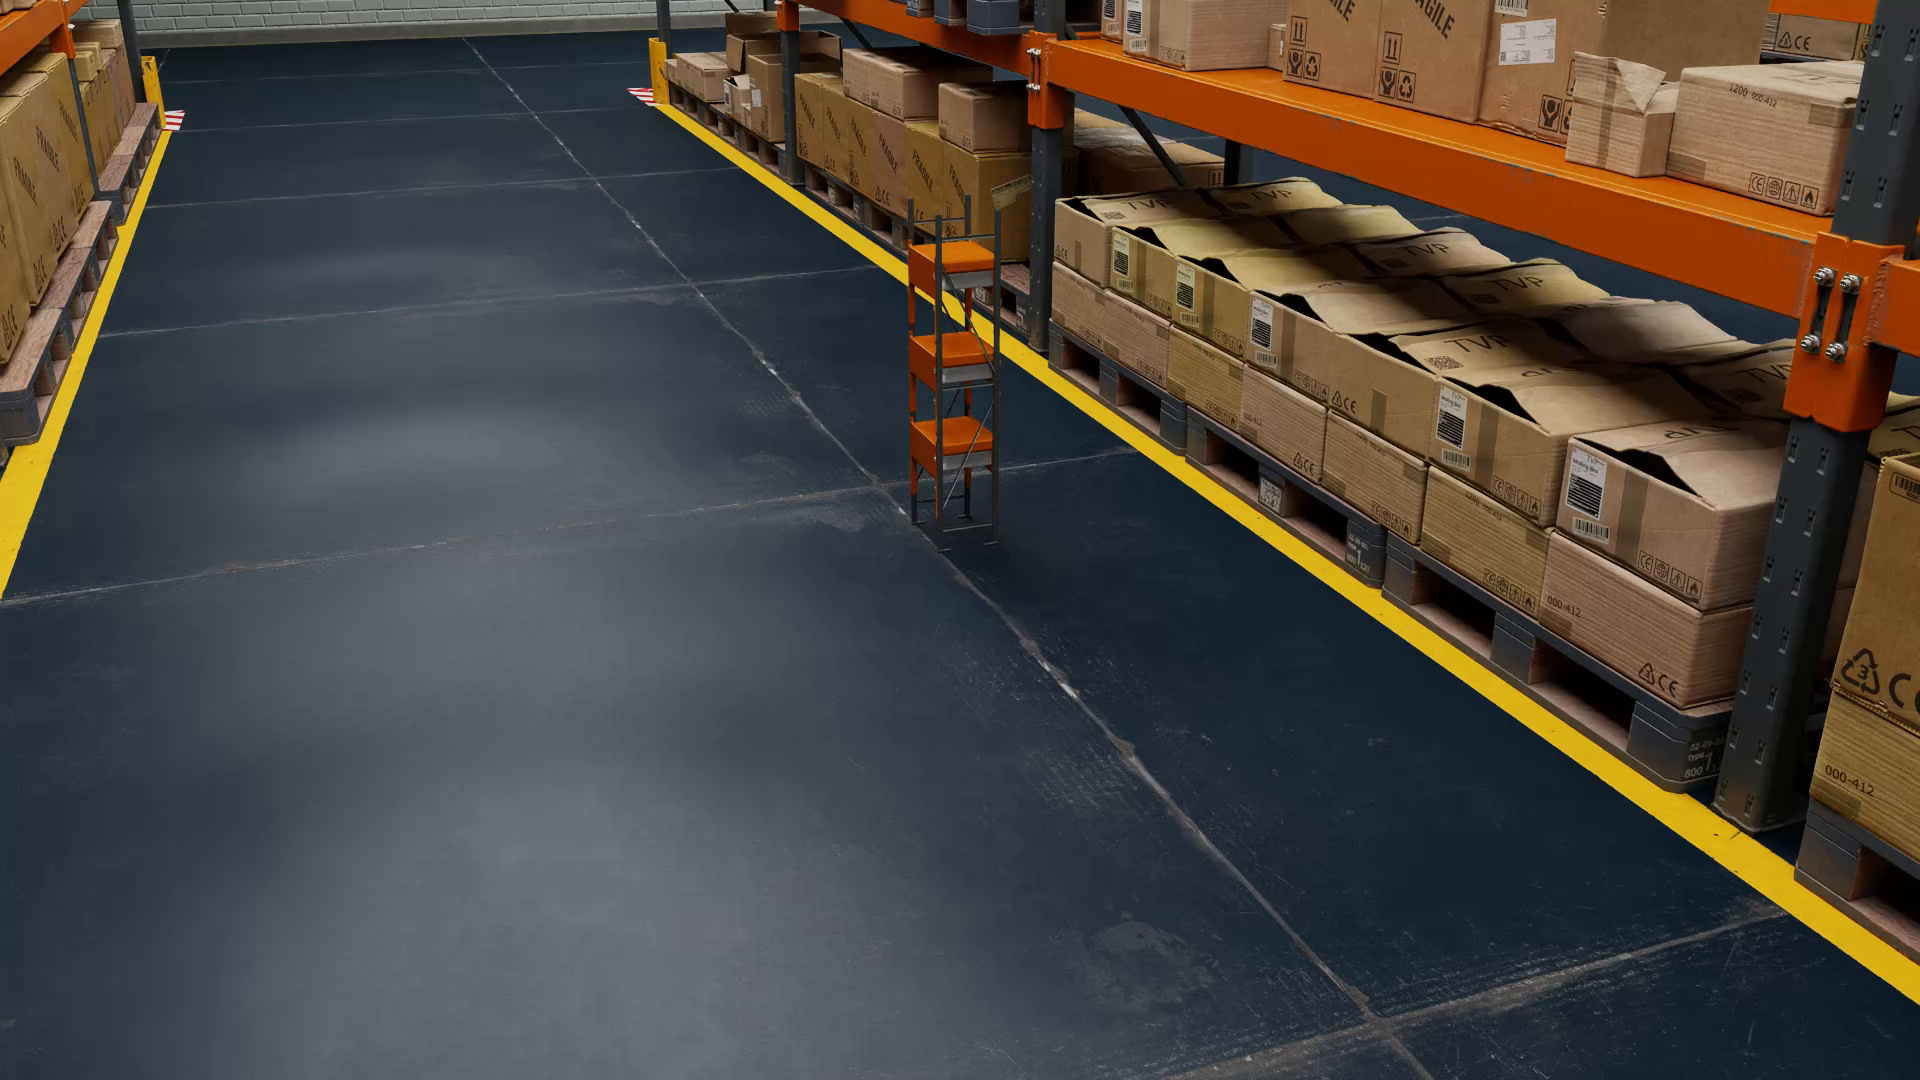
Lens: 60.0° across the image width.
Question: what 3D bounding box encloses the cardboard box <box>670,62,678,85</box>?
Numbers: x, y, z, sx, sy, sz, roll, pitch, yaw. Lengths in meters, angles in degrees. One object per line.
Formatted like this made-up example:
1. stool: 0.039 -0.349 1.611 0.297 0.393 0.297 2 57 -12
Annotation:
1. cardboard box: -2.125 -3.781 13.439 0.380 0.166 0.250 -8 24 -19

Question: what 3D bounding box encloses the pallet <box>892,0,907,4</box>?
1. pallet: 0.095 -2.884 8.479 1.003 0.211 1.213 -8 24 -19

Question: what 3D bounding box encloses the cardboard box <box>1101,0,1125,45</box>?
1. cardboard box: 0.874 -2.088 6.456 0.500 0.311 0.500 -7 24 -16

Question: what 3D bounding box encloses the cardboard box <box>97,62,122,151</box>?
1. cardboard box: -5.781 -2.736 10.558 0.700 0.500 0.500 -8 24 -18

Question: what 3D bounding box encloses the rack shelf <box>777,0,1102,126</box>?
1. rack shelf: 0.080 -2.662 8.630 1.077 0.370 4.000 -8 24 -19

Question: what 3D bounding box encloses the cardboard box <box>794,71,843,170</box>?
1. cardboard box: -0.684 -2.562 10.118 0.500 0.500 0.500 -9 25 -21

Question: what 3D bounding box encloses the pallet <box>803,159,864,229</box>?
1. pallet: -0.304 -2.145 10.067 1.003 0.211 1.213 -8 24 -19

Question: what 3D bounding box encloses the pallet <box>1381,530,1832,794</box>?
1. pallet: 1.903 0.209 4.482 1.003 0.211 1.213 -8 24 -19

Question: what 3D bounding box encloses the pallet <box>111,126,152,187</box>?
1. pallet: -5.890 -2.485 10.875 1.003 0.211 1.213 -8 24 -19

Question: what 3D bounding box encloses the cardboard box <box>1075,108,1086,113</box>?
1. cardboard box: 0.341 -2.084 8.984 0.500 0.500 0.500 -9 25 -21

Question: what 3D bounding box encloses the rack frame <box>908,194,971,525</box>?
1. rack frame: -0.062 -0.548 5.197 0.200 1.050 0.008 -8 24 -19

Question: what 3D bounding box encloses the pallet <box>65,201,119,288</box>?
1. pallet: -4.916 -1.484 8.500 1.003 0.211 1.213 -8 24 -19

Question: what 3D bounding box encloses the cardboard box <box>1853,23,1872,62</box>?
1. cardboard box: 8.484 -4.543 14.362 0.875 0.875 0.875 -8 24 -19

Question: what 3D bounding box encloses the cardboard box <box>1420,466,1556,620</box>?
1. cardboard box: 1.605 -0.035 4.470 0.500 0.250 0.500 -9 24 -20

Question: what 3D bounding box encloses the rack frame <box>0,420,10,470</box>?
1. rack frame: -3.846 -1.586 5.151 1.000 3.000 0.127 -8 24 -19

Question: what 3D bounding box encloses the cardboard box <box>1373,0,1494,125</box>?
1. cardboard box: 1.581 -1.514 4.852 0.500 0.500 0.500 -8 24 -19

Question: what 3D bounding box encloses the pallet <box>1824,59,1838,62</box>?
1. pallet: 8.447 -4.080 14.659 1.003 0.211 1.213 -8 24 -19

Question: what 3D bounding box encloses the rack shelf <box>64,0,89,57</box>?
1. rack shelf: -5.966 -3.434 10.463 1.077 0.370 4.000 -8 24 -19

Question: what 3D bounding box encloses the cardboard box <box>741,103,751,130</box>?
1. cardboard box: -1.282 -2.905 11.385 0.380 0.149 0.250 -8 24 -19

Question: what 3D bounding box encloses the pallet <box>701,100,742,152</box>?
1. pallet: -1.303 -3.129 12.402 1.003 0.211 1.213 -8 24 -19

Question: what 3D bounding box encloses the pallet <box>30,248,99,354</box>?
1. pallet: -4.482 -1.040 7.446 1.003 0.211 1.213 -8 24 -19

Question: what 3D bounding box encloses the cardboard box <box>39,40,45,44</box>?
1. cardboard box: -6.113 -3.150 10.704 0.380 0.149 0.250 -8 24 -18

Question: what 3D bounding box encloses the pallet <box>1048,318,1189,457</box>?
1. pallet: 1.041 -0.677 6.586 1.003 0.211 1.213 -8 24 -19

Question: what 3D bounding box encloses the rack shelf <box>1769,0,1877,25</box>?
1. rack shelf: 4.715 -3.340 10.239 1.077 0.370 4.000 -8 24 -19

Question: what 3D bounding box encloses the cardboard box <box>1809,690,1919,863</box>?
1. cardboard box: 2.080 0.470 3.272 0.500 0.250 0.500 -8 24 -19

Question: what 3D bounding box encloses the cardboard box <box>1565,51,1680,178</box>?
1. cardboard box: 1.717 -1.046 4.042 0.396 0.266 0.258 -9 24 -20

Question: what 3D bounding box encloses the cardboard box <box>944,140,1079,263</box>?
1. cardboard box: 0.237 -1.625 7.896 0.500 0.500 0.500 -7 24 -17

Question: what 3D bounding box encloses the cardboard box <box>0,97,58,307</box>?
1. cardboard box: -4.287 -1.393 6.920 0.750 0.750 0.750 -8 24 -19

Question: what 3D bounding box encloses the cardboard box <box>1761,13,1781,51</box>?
1. cardboard box: 7.852 -5.194 15.905 0.875 0.875 0.875 -8 24 -19

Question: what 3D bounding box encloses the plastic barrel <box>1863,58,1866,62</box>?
1. plastic barrel: 5.233 -2.314 9.132 0.600 0.830 0.708 -8 24 -19

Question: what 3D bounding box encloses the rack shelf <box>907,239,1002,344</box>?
1. rack shelf: -0.019 -0.755 4.986 0.215 0.259 0.240 -8 24 -19

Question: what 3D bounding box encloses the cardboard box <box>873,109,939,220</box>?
1. cardboard box: -0.137 -2.003 8.793 0.500 0.500 0.500 -9 25 -21

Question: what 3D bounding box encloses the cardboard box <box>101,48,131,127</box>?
1. cardboard box: -6.155 -3.112 11.449 0.700 0.500 0.500 -8 24 -19

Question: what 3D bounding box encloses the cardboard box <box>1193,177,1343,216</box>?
1. cardboard box: 1.202 -1.295 6.739 0.500 0.311 0.500 -8 24 -18

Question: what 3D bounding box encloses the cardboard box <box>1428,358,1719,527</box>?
1. cardboard box: 1.599 -0.294 4.364 0.500 0.311 0.500 -8 24 -18

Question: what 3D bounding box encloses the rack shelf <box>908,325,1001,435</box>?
1. rack shelf: -0.019 -0.493 5.096 0.215 0.259 0.240 -8 24 -19

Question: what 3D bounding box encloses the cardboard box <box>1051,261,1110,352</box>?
1. cardboard box: 0.697 -0.963 6.672 0.500 0.250 0.500 -8 24 -19

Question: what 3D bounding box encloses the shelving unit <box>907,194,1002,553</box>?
1. shelving unit: -0.019 -0.503 5.092 0.215 1.050 0.252 -8 24 -19

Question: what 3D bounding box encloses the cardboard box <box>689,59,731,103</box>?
1. cardboard box: -1.760 -3.510 12.688 0.500 0.250 0.500 -8 24 -19

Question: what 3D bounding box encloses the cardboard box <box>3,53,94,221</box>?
1. cardboard box: -4.908 -2.024 8.417 0.750 0.750 0.750 -8 24 -18

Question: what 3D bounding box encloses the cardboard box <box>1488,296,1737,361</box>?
1. cardboard box: 1.931 -0.553 4.978 0.500 0.311 0.500 -9 25 -21

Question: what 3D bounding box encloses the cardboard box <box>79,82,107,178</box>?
1. cardboard box: -5.428 -2.367 9.681 0.700 0.500 0.500 -8 24 -18

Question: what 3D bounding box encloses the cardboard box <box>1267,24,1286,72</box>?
1. cardboard box: 1.290 -1.695 5.734 0.380 0.149 0.250 -7 24 -15

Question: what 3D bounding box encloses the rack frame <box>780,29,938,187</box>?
1. rack frame: -0.627 -3.720 10.215 1.000 3.000 0.127 -8 24 -19

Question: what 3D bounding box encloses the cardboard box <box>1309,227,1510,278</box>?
1. cardboard box: 1.567 -0.924 5.857 0.500 0.311 0.500 -9 24 -19

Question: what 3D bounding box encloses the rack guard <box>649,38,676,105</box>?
1. rack guard: -2.013 -3.994 14.083 1.175 0.500 0.348 -8 24 -19

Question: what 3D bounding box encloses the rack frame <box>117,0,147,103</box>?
1. rack frame: -6.673 -4.493 12.047 1.000 3.000 0.127 -8 24 -19

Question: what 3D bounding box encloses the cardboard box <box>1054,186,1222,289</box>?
1. cardboard box: 0.697 -1.221 6.563 0.500 0.311 0.500 -7 24 -17

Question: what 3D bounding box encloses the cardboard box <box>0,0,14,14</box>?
1. cardboard box: -4.542 -2.474 7.556 0.380 0.149 0.250 -8 24 -19

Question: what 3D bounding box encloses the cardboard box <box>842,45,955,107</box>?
1. cardboard box: -0.330 -2.544 9.111 0.500 0.250 0.500 -8 24 -19

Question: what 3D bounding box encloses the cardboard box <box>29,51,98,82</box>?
1. cardboard box: -5.378 -2.815 9.910 0.380 0.149 0.250 -8 24 -17
